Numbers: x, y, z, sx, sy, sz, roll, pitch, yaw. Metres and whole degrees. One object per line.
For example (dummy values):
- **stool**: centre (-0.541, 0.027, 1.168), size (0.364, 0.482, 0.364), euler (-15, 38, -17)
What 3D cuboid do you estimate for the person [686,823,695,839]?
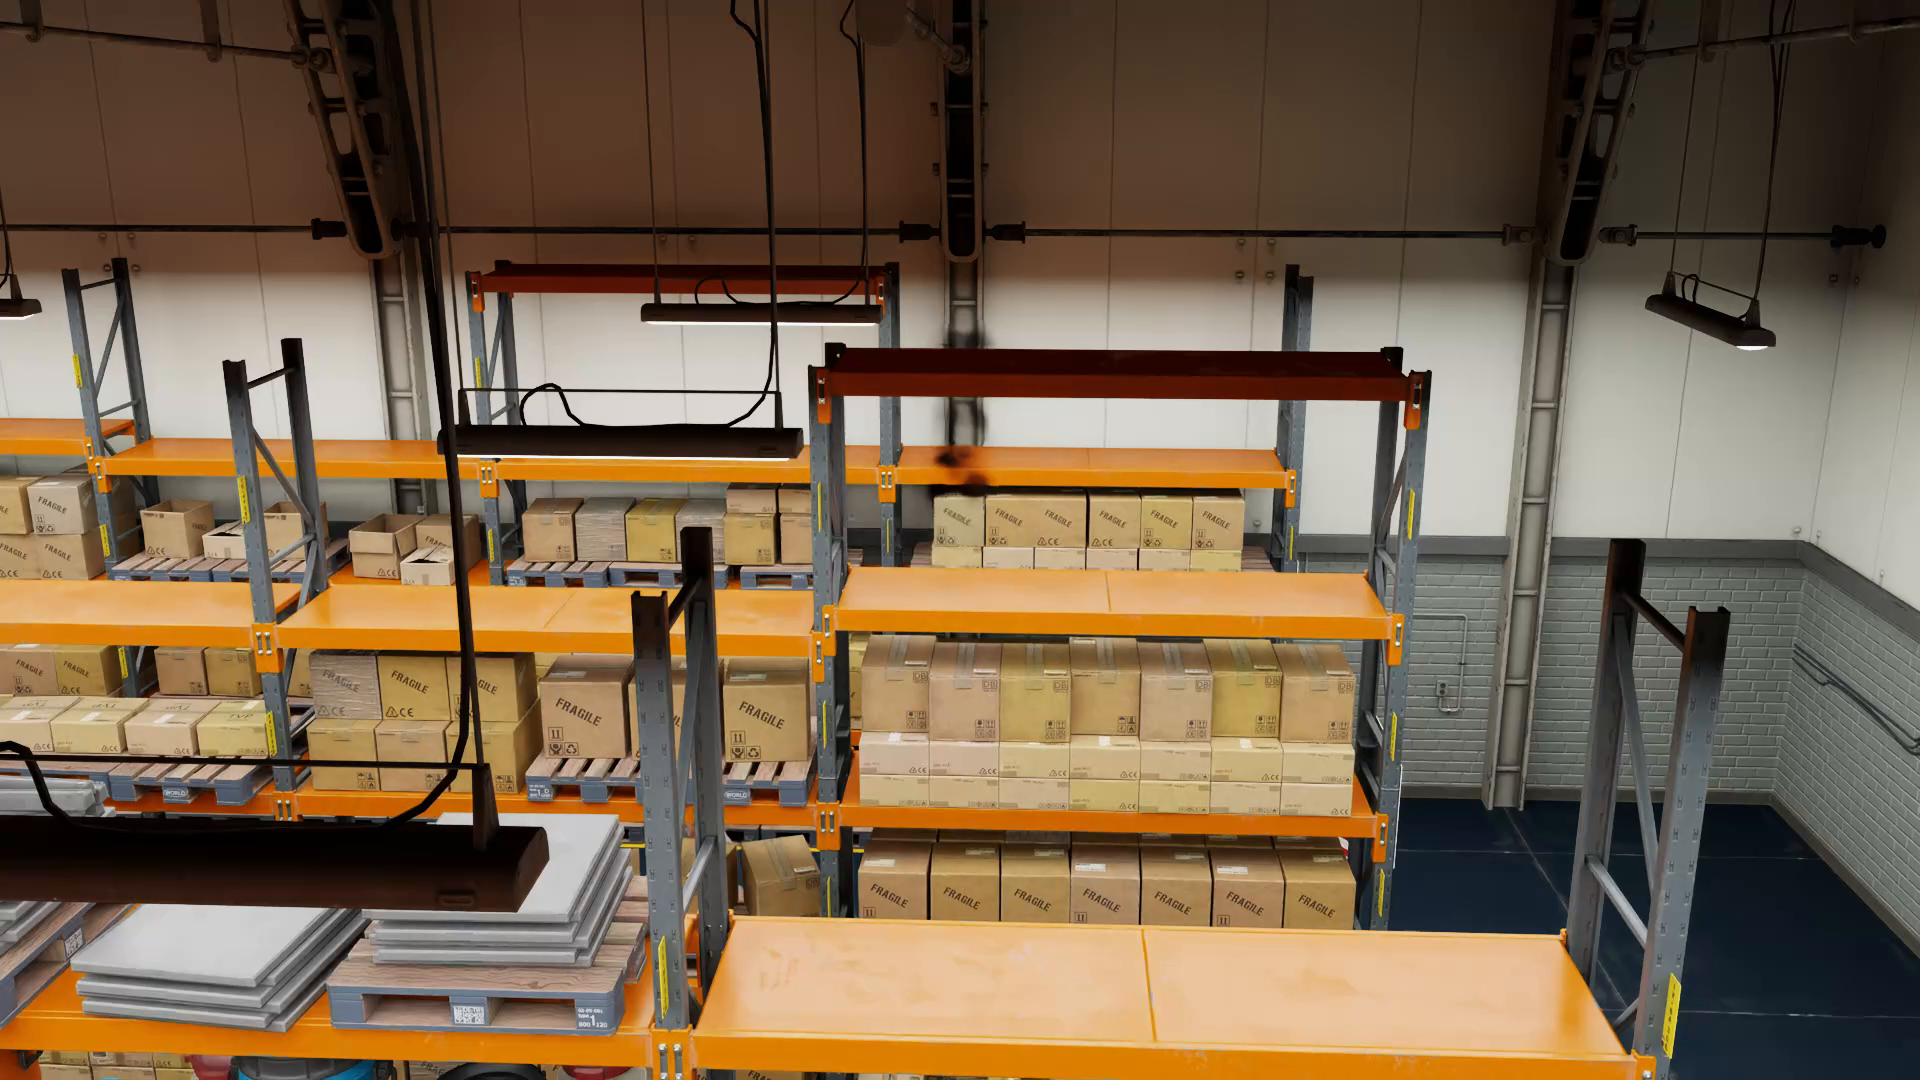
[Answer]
- **person**: centre (-2.581, 2.543, 15.319), size (0.497, 0.734, 0.707), euler (1, 16, 3)
